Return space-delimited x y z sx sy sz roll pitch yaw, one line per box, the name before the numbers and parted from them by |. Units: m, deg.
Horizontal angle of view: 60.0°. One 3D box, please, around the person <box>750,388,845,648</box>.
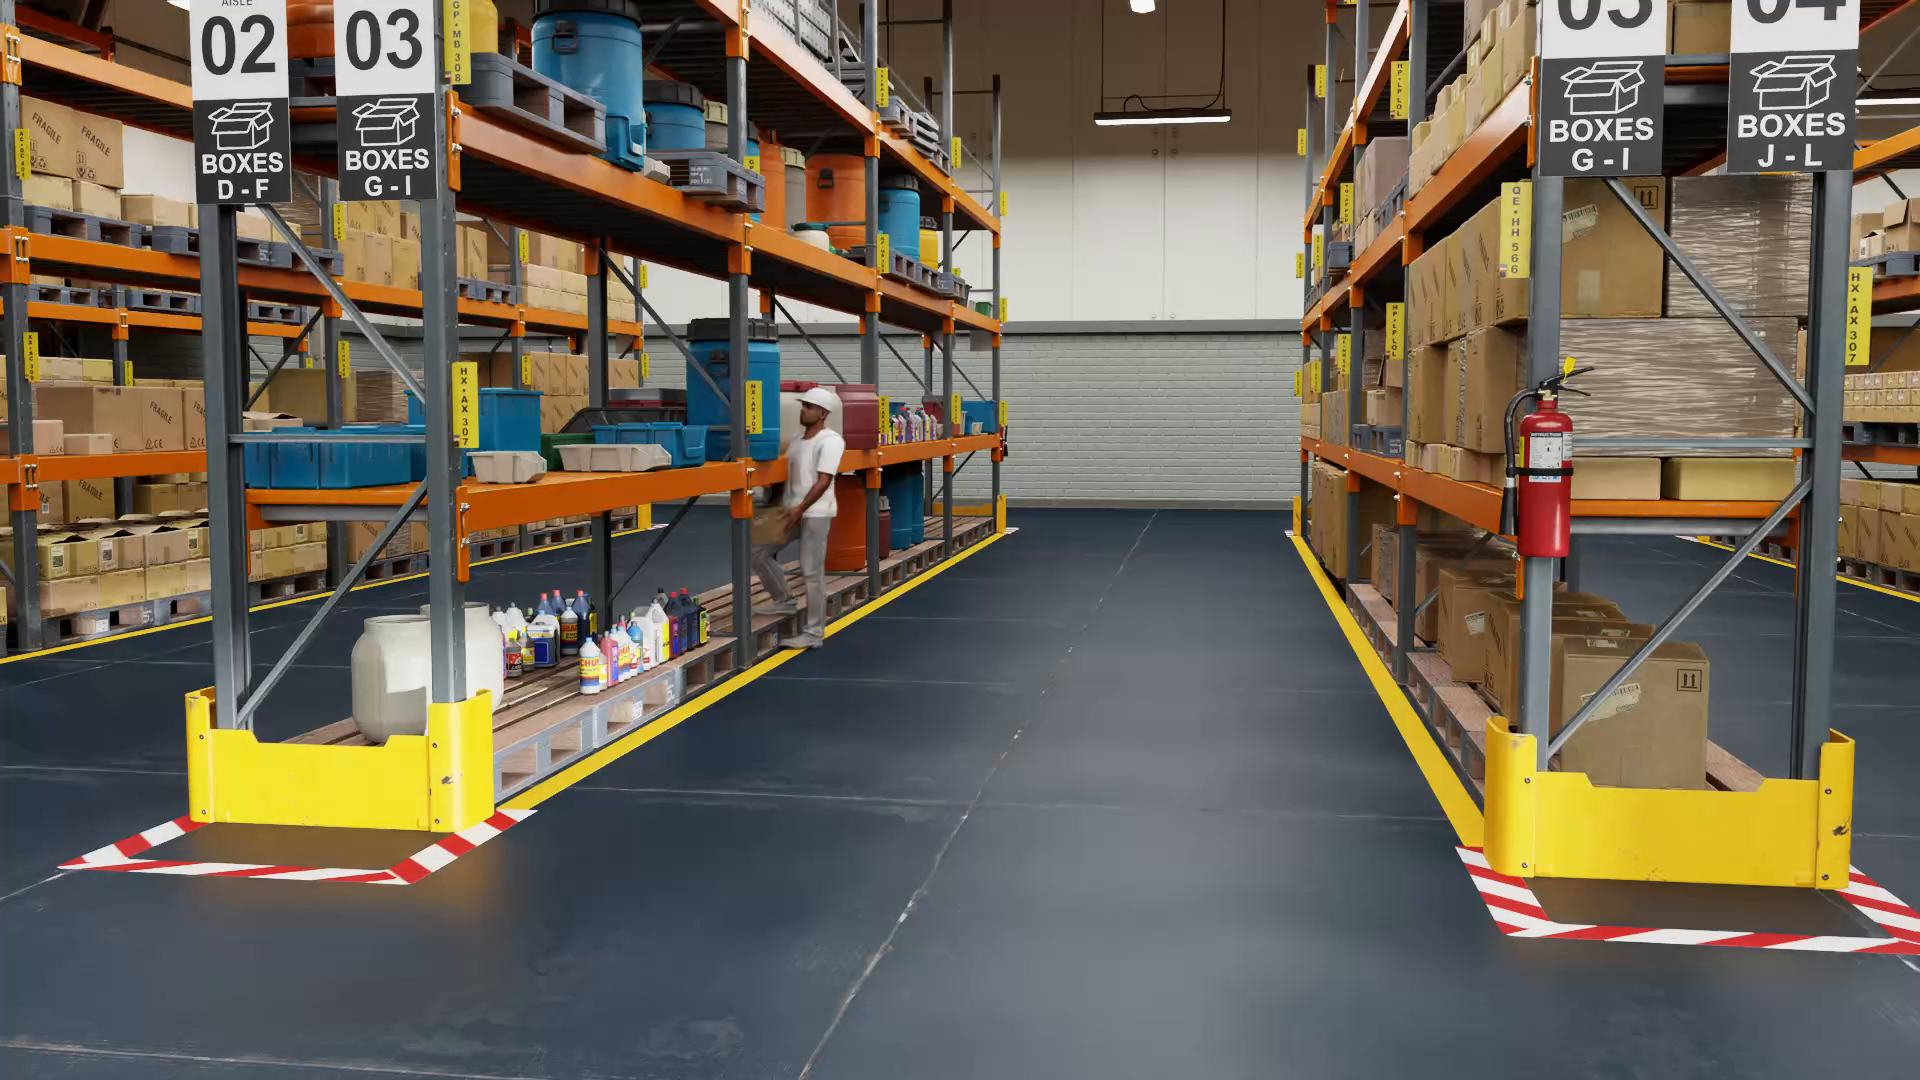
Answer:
person | -1.121 -0.149 11.339 0.581 1.766 0.584 -4 6 -41
